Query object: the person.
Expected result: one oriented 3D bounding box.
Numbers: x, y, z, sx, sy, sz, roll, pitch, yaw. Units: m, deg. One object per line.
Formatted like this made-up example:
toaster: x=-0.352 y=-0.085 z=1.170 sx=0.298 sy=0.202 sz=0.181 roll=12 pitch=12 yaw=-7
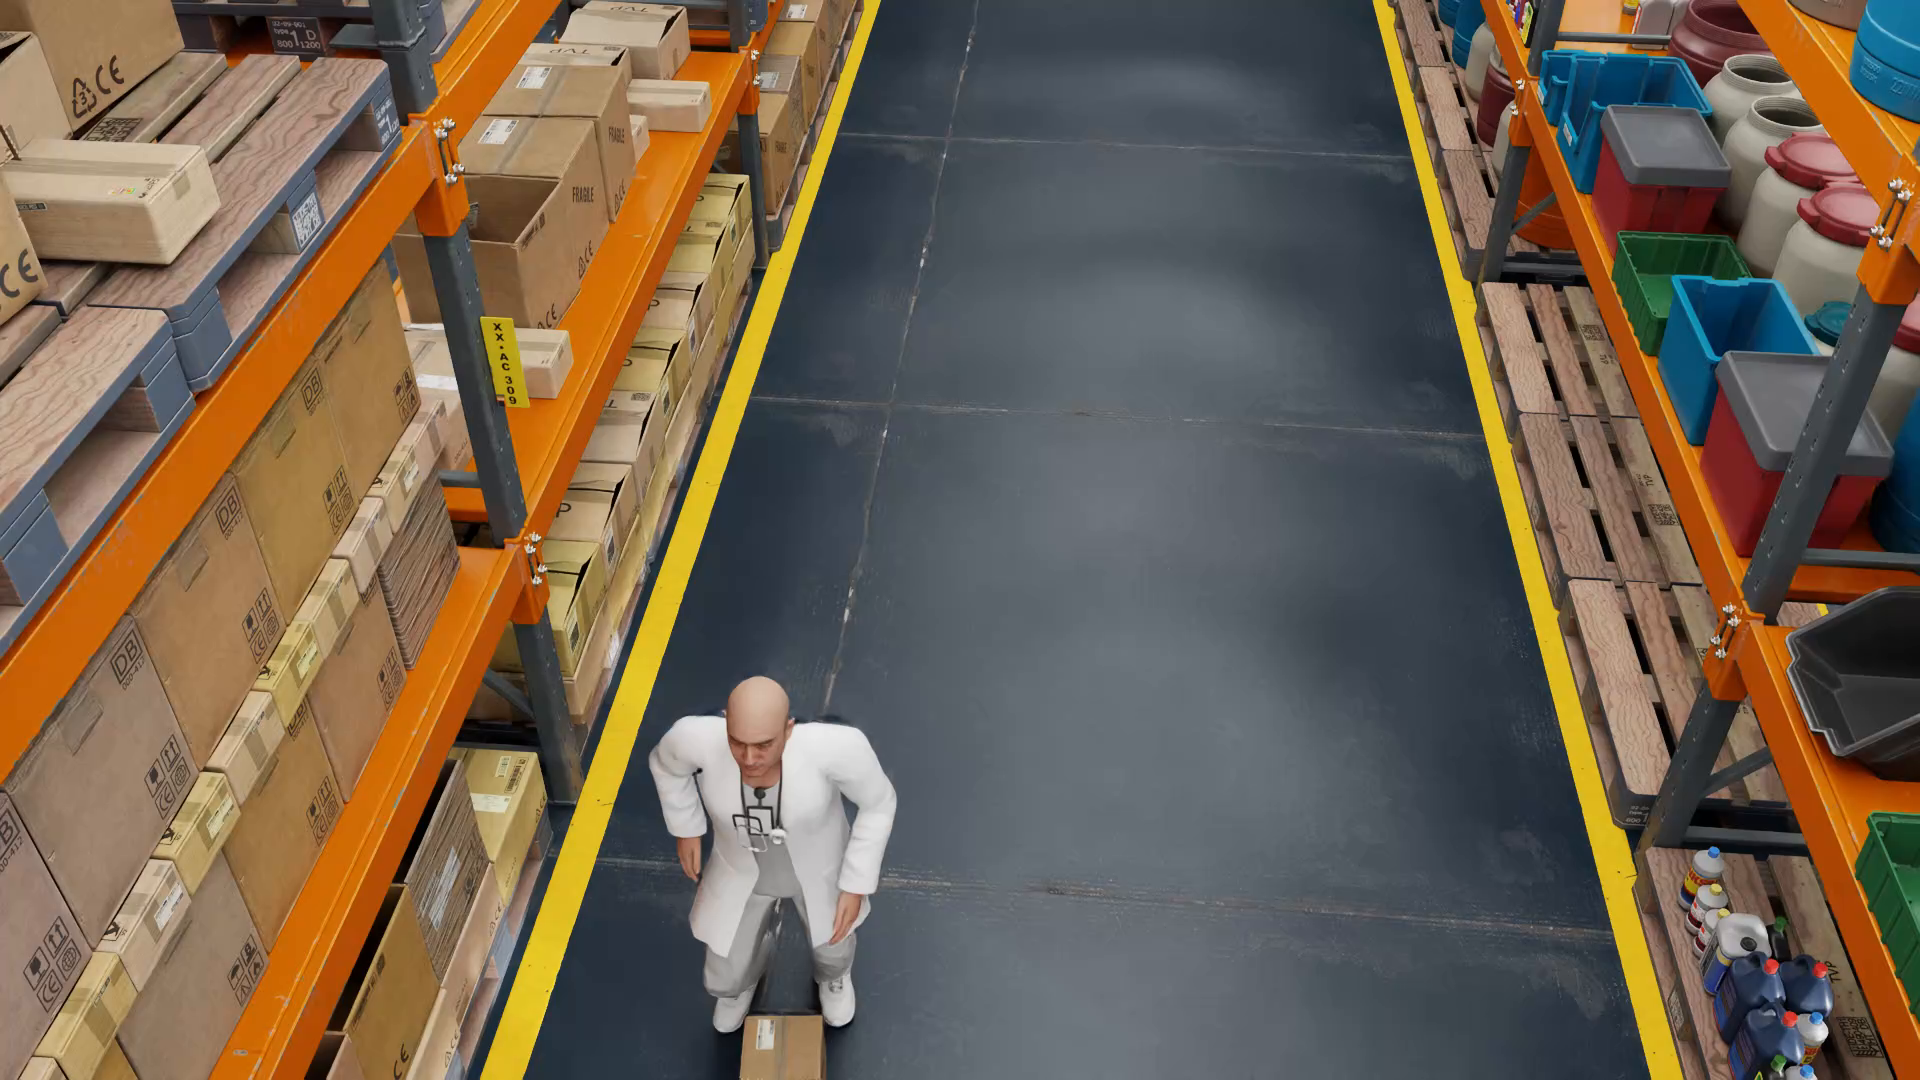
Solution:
person: x=-0.550 y=0.955 z=5.056 sx=0.738 sy=1.708 sz=0.637 roll=1 pitch=40 yaw=2
